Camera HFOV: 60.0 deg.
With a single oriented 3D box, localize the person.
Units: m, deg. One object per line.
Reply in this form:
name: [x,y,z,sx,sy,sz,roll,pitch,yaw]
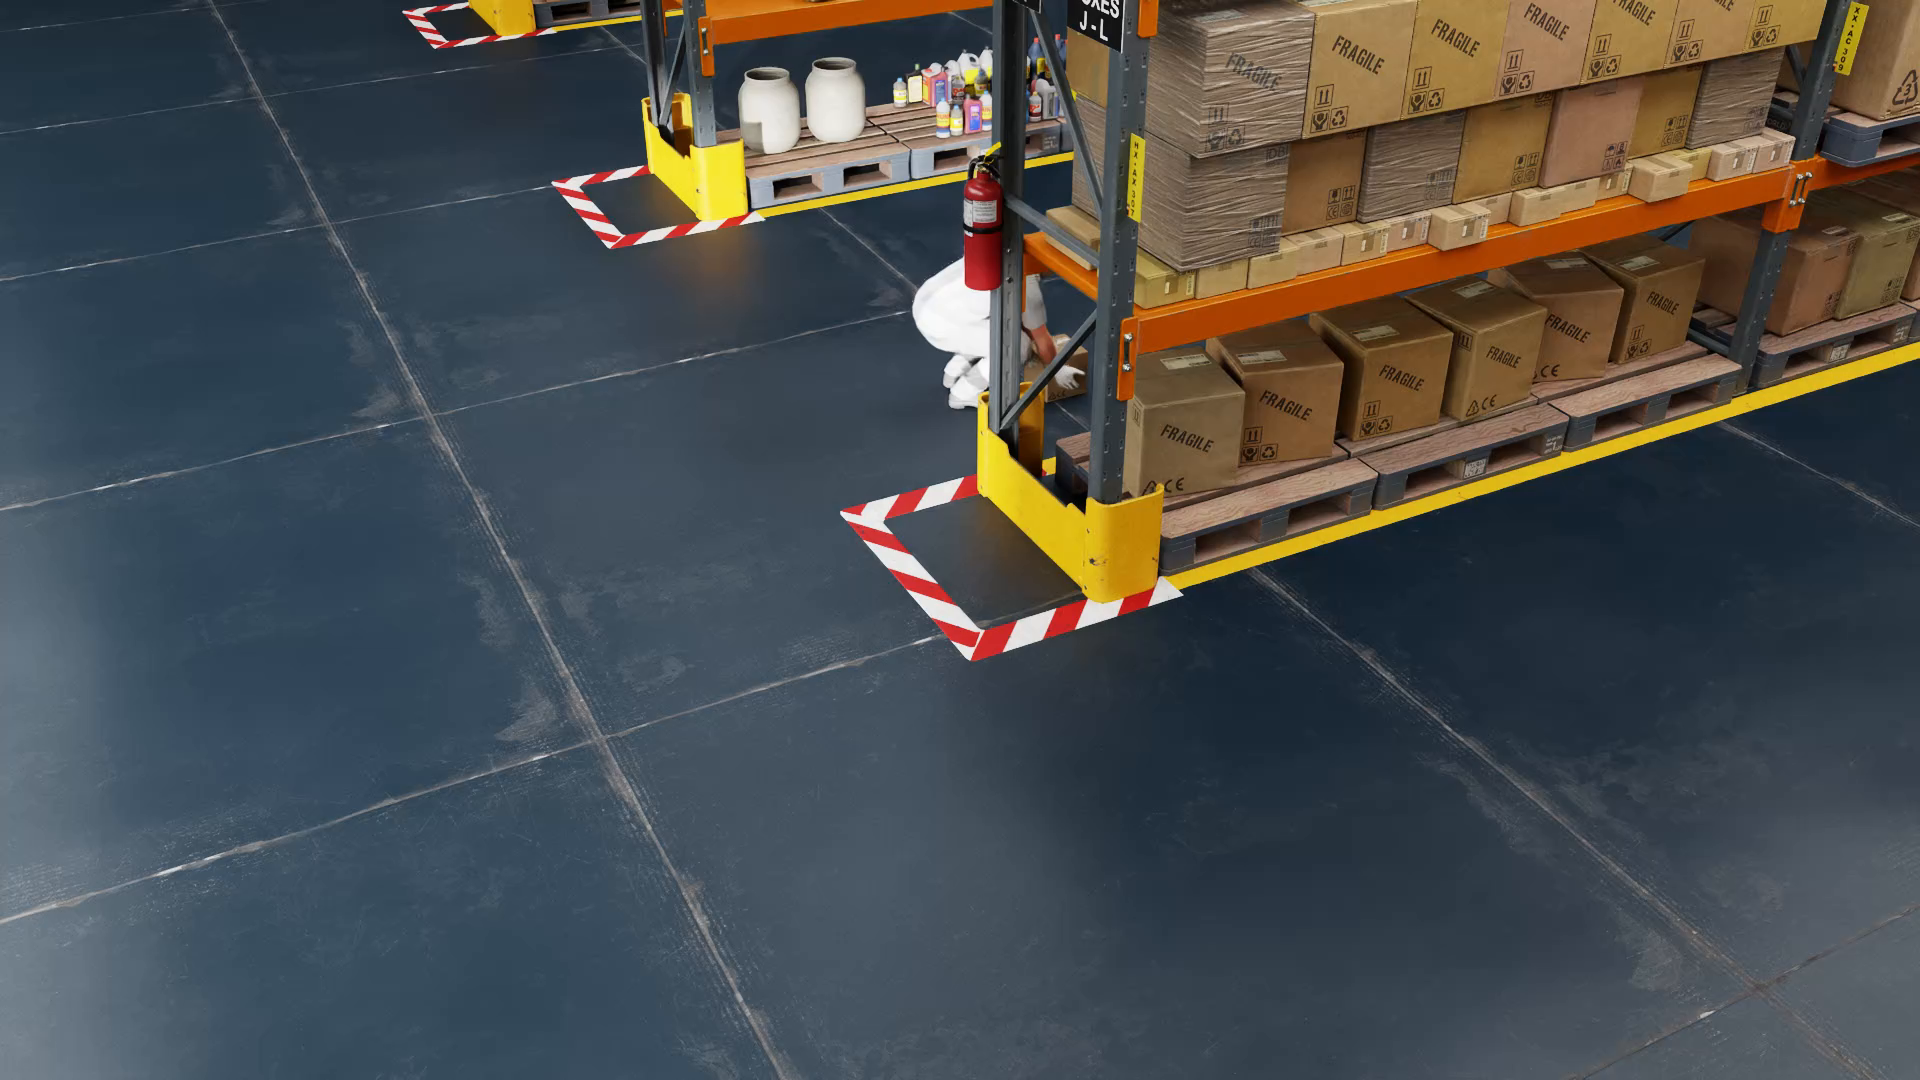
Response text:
person: [0.200,-1.194,8.794,0.904,0.907,0.569,-4,33,-6]
